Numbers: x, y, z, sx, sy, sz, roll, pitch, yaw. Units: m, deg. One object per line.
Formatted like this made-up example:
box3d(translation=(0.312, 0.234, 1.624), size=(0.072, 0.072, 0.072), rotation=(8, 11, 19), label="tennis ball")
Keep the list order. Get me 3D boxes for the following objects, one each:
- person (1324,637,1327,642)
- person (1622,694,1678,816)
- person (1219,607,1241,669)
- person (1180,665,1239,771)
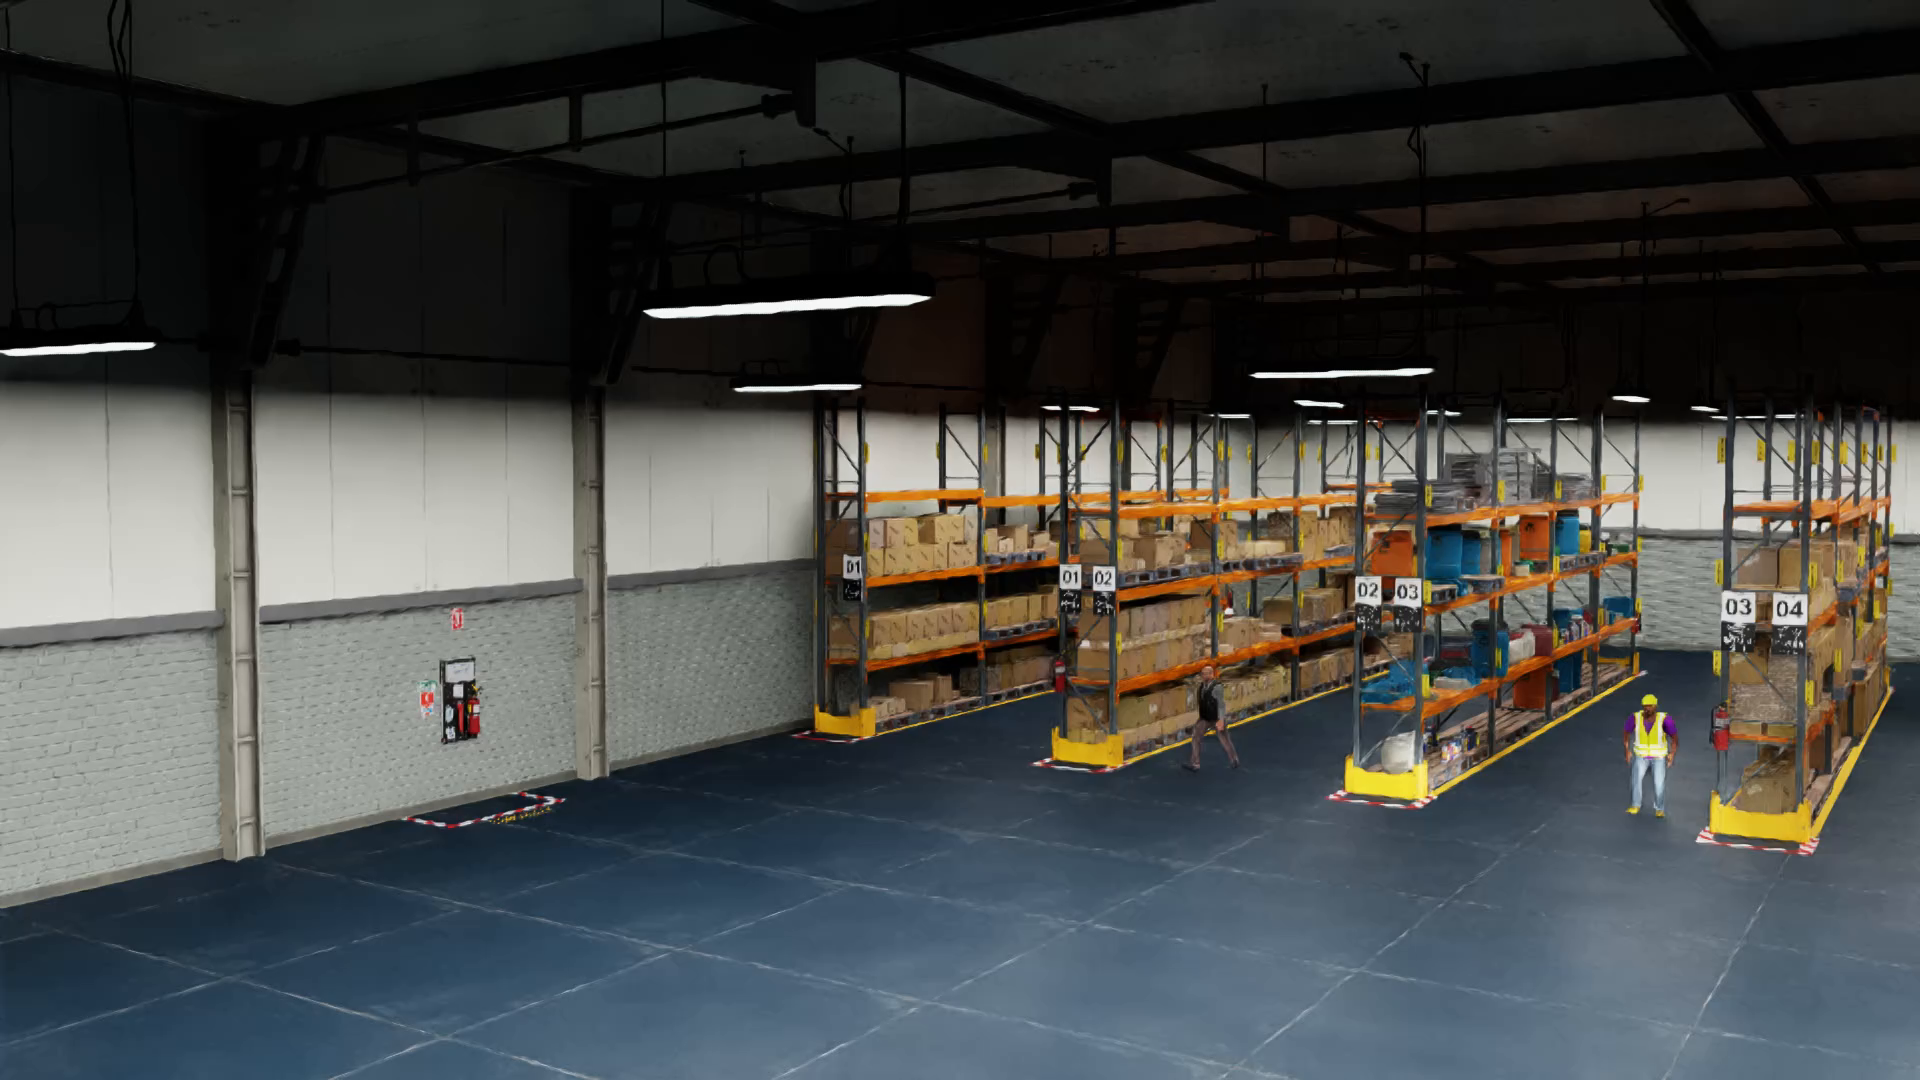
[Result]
box3d(translation=(8.818, 2.108, 40.544), size=(0.417, 1.504, 1.036), rotation=(2, 4, 35), label="person")
box3d(translation=(9.470, 2.953, 22.851), size=(0.719, 1.714, 0.578), rotation=(2, 4, 31), label="person")
box3d(translation=(5.778, 2.276, 35.549), size=(0.543, 1.700, 1.119), rotation=(2, 3, 30), label="person")
box3d(translation=(3.967, 2.802, 26.151), size=(0.962, 1.676, 0.576), rotation=(-2, 4, -35), label="person")
